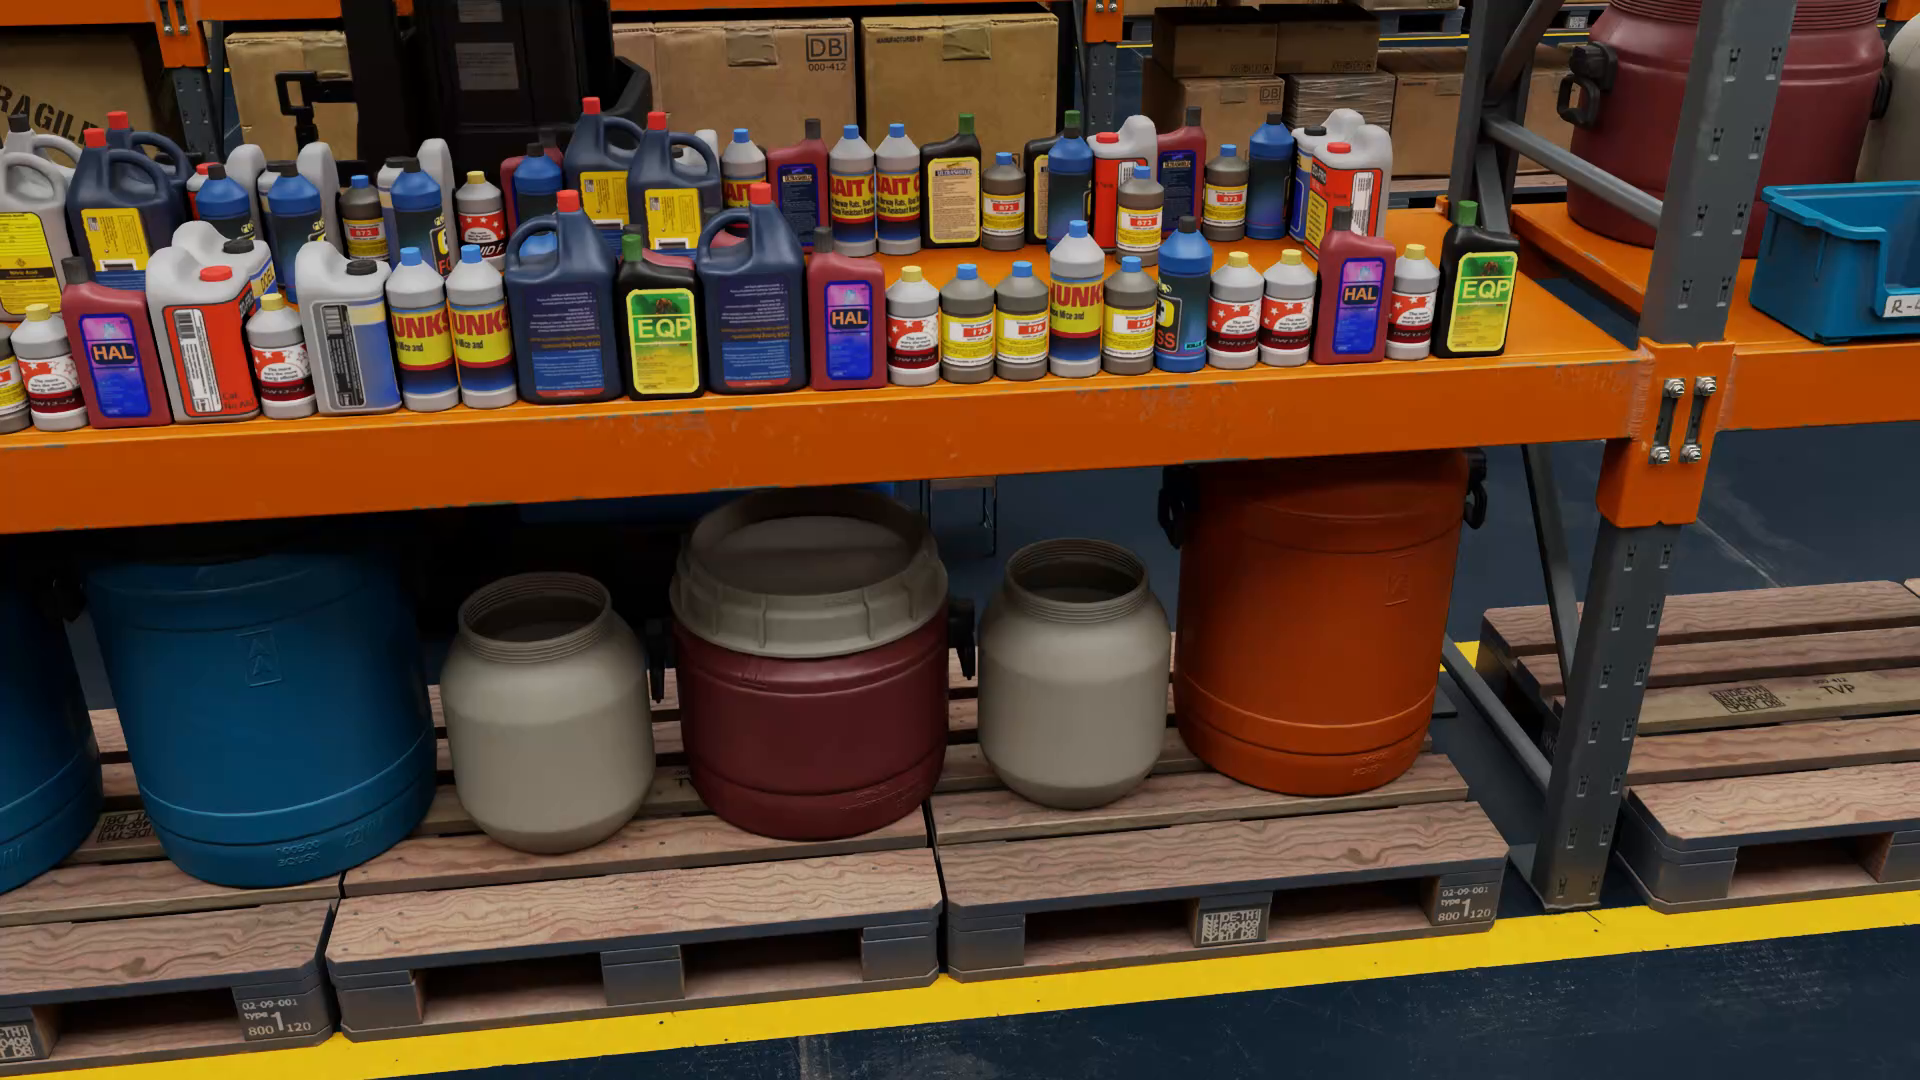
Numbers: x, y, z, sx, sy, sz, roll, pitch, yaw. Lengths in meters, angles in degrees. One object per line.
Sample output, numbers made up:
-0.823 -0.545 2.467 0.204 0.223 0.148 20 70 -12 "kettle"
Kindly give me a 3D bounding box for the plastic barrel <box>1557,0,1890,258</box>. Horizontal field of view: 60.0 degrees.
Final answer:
1.695 -0.971 3.707 0.708 0.536 0.600 -4 27 -7 "plastic barrel"

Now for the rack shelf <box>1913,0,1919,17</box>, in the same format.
6.529 -3.044 8.685 4.000 0.370 1.077 -4 27 -7 "rack shelf"

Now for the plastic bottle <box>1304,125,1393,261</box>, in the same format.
0.825 -0.738 3.539 0.135 0.276 0.152 -4 27 -7 "plastic bottle"

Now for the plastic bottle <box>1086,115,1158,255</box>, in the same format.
0.346 -0.778 3.616 0.135 0.276 0.152 -4 27 -7 "plastic bottle"

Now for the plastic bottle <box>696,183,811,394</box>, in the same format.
-0.359 -0.439 2.874 0.185 0.351 0.144 -4 27 -7 "plastic bottle"

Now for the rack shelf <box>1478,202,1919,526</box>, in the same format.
3.258 -0.551 3.826 4.000 0.370 1.077 -4 27 -7 "rack shelf"

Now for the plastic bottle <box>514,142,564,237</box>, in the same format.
-0.863 -0.683 3.435 0.097 0.271 0.097 0 27 0 "plastic bottle"

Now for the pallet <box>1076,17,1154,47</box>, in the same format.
0.787 -4.007 12.828 1.213 0.211 1.003 -4 27 -7 "pallet"

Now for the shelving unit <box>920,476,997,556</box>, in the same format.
-0.008 -0.400 5.044 0.210 0.900 0.258 -4 27 -7 "shelving unit"

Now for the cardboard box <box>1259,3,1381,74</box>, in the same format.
1.770 -2.494 8.260 0.500 0.250 0.500 -1 27 -1 "cardboard box"

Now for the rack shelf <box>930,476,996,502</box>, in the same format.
-0.008 -0.210 5.141 0.200 0.077 0.258 -4 27 -7 "rack shelf"

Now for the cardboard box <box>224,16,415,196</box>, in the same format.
-2.743 -2.020 7.768 0.875 0.875 1.225 -4 27 -7 "cardboard box"

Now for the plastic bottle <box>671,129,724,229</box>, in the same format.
-0.570 -0.719 3.501 0.135 0.276 0.152 -4 27 -7 "plastic bottle"

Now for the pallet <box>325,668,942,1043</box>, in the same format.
-0.703 0.642 3.767 1.213 0.211 1.003 -4 27 -7 "pallet"

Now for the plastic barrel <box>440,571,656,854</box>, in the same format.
-0.870 0.363 3.521 0.421 0.512 0.421 0 27 0 "plastic barrel"

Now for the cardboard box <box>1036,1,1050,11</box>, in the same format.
0.612 -4.415 12.574 0.750 0.750 1.050 -4 27 -8 "cardboard box"

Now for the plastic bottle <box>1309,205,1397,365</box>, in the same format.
0.708 -0.458 2.986 0.133 0.283 0.061 -4 27 -7 "plastic bottle"

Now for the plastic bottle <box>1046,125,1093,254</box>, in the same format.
0.235 -0.753 3.573 0.097 0.271 0.097 0 27 0 "plastic bottle"

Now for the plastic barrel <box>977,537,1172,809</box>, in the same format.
0.248 0.292 3.661 0.421 0.512 0.421 0 27 0 "plastic barrel"

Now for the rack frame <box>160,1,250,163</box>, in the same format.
-3.374 -2.728 7.281 0.127 3.000 1.000 -4 27 -7 "rack frame"

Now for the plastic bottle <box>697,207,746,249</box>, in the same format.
-0.399 -0.454 2.977 0.133 0.283 0.061 -4 27 -7 "plastic bottle"

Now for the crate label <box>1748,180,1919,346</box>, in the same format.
1.747 -0.527 3.174 0.416 0.233 0.303 -4 27 -7 "crate label"

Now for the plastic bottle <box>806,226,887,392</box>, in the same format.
-0.196 -0.400 2.872 0.133 0.283 0.061 -4 27 -7 "plastic bottle"

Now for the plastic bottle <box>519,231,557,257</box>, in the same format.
-0.734 -0.435 2.954 0.097 0.271 0.097 0 27 0 "plastic bottle"

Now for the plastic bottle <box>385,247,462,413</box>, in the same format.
-0.907 -0.358 2.803 0.097 0.271 0.097 0 27 0 "plastic bottle"

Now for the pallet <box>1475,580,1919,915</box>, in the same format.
2.050 0.465 4.112 1.213 0.211 1.003 -4 27 -7 "pallet"

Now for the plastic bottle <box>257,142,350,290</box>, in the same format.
-1.344 -0.669 3.404 0.135 0.276 0.152 -4 27 -7 "plastic bottle"

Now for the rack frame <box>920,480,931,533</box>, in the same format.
-0.109 -0.393 5.031 0.006 0.900 0.240 -4 27 -7 "rack frame"

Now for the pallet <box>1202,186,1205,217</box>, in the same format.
1.361 -1.791 8.509 1.213 0.211 1.003 -4 27 -7 "pallet"

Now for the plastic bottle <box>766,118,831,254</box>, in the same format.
-0.347 -0.757 3.568 0.133 0.283 0.061 -4 27 -7 "plastic bottle"

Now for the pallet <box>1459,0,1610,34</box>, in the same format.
4.721 -4.258 13.317 1.213 0.211 1.003 -4 27 -7 "pallet"

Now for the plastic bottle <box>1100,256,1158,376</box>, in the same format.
0.302 -0.404 2.970 0.097 0.201 0.097 0 27 0 "plastic bottle"

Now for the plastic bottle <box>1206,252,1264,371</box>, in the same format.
0.494 -0.417 2.994 0.097 0.201 0.097 0 27 0 "plastic bottle"

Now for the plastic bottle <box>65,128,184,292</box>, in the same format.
-1.616 -0.620 3.227 0.185 0.351 0.144 -4 27 -7 "plastic bottle"

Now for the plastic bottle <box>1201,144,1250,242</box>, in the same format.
0.589 -0.773 3.688 0.097 0.201 0.097 0 27 0 "plastic bottle"

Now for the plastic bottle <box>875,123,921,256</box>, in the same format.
-0.134 -0.757 3.581 0.097 0.271 0.097 0 27 0 "plastic bottle"

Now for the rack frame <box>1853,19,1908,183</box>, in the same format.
4.548 -3.237 8.273 0.127 3.000 1.000 -4 27 -7 "rack frame"

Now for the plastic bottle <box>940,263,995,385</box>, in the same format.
0.012 -0.386 2.934 0.097 0.201 0.097 0 27 0 "plastic bottle"

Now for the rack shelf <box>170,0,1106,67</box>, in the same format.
-1.393 -2.535 7.694 4.000 0.370 1.077 -4 27 -7 "rack shelf"

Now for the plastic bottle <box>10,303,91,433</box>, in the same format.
-1.499 -0.289 2.745 0.097 0.201 0.097 0 27 0 "plastic bottle"

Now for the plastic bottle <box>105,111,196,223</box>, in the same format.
-1.636 -0.685 3.354 0.185 0.351 0.144 -4 27 -7 "plastic bottle"

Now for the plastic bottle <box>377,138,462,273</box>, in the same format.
-1.114 -0.684 3.433 0.135 0.276 0.152 -4 27 -7 "plastic bottle"

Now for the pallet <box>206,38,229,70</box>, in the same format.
-5.836 -3.598 12.032 1.213 0.211 1.003 -4 27 -7 "pallet"

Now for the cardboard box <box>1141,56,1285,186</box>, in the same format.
1.248 -2.118 8.348 0.500 0.500 0.700 -5 28 -10 "cardboard box"

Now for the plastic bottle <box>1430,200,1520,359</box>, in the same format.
0.936 -0.473 3.014 0.133 0.283 0.061 -4 27 -7 "plastic bottle"

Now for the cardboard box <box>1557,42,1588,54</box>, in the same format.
3.462 -2.270 8.644 0.500 0.500 0.700 -4 27 -7 "cardboard box"

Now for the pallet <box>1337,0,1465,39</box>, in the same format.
3.204 -4.162 13.130 1.213 0.211 1.003 -4 27 -7 "pallet"

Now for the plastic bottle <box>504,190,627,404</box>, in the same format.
-0.674 -0.419 2.835 0.185 0.351 0.144 -4 27 -7 "plastic bottle"

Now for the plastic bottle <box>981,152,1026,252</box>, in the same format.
0.095 -0.741 3.626 0.097 0.201 0.097 0 27 0 "plastic bottle"

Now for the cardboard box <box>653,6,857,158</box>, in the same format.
-0.983 -2.137 7.996 0.875 0.875 1.225 -4 27 -7 "cardboard box"

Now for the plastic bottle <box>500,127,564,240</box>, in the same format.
-0.892 -0.722 3.500 0.133 0.283 0.061 -4 27 -7 "plastic bottle"

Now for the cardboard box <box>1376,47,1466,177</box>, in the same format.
2.356 -2.198 8.505 0.500 0.500 0.700 -1 27 -3 "cardboard box"

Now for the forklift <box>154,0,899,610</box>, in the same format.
-1.714 -1.292 4.557 3.031 2.935 1.130 -2 27 -3 "forklift"

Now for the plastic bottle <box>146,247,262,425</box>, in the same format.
-1.255 -0.350 2.783 0.135 0.276 0.152 -4 27 -7 "plastic bottle"

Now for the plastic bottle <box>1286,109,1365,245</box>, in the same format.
0.804 -0.807 3.673 0.135 0.276 0.152 -4 27 -7 "plastic bottle"

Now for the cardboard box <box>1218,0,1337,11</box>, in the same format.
2.399 -4.532 12.801 0.750 0.750 1.050 -4 27 -7 "cardboard box"

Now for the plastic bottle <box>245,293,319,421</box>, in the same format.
-1.137 -0.312 2.790 0.097 0.201 0.097 0 27 0 "plastic bottle"

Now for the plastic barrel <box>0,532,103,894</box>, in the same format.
-2.143 0.231 3.353 0.708 0.901 0.600 -4 27 -7 "plastic barrel"

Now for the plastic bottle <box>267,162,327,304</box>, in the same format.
-1.308 -0.612 3.298 0.097 0.271 0.097 0 27 0 "plastic bottle"
